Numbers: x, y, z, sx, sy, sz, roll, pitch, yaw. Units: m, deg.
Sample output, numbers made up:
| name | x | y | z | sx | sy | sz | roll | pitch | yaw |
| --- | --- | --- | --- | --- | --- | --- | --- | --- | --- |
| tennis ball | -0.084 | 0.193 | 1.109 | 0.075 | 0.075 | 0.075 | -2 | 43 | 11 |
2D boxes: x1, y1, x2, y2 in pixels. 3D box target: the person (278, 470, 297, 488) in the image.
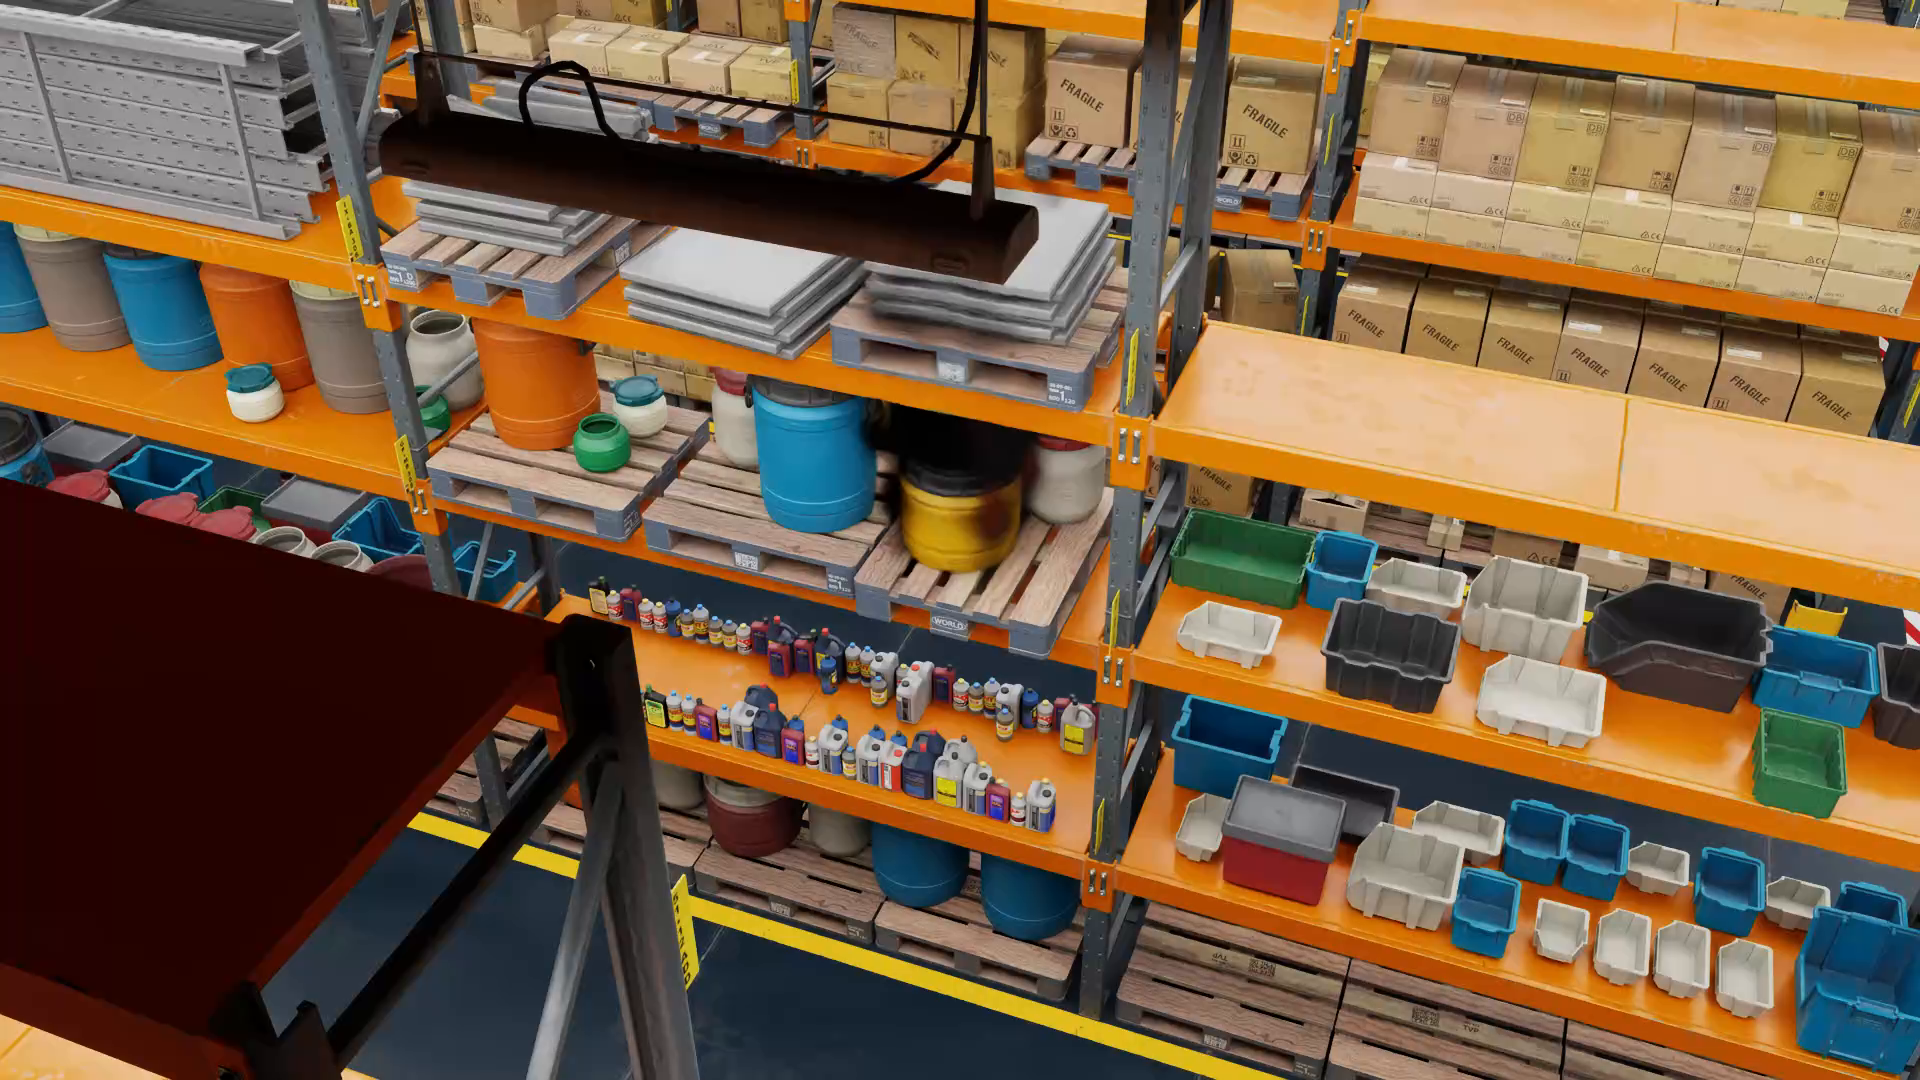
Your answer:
| name | x | y | z | sx | sy | sz | roll | pitch | yaw |
| --- | --- | --- | --- | --- | --- | --- | --- | --- | --- |
| person | -4.934 | -0.575 | 12.732 | 0.661 | 1.739 | 0.746 | 15 | 39 | 19 |

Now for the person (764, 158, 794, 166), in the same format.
| name | x | y | z | sx | sy | sz | roll | pitch | yaw |
| --- | --- | --- | --- | --- | --- | --- | --- | --- | --- |
| person | -1.588 | -3.399 | 16.567 | 0.875 | 1.694 | 0.624 | 8 | 37 | 10 |
